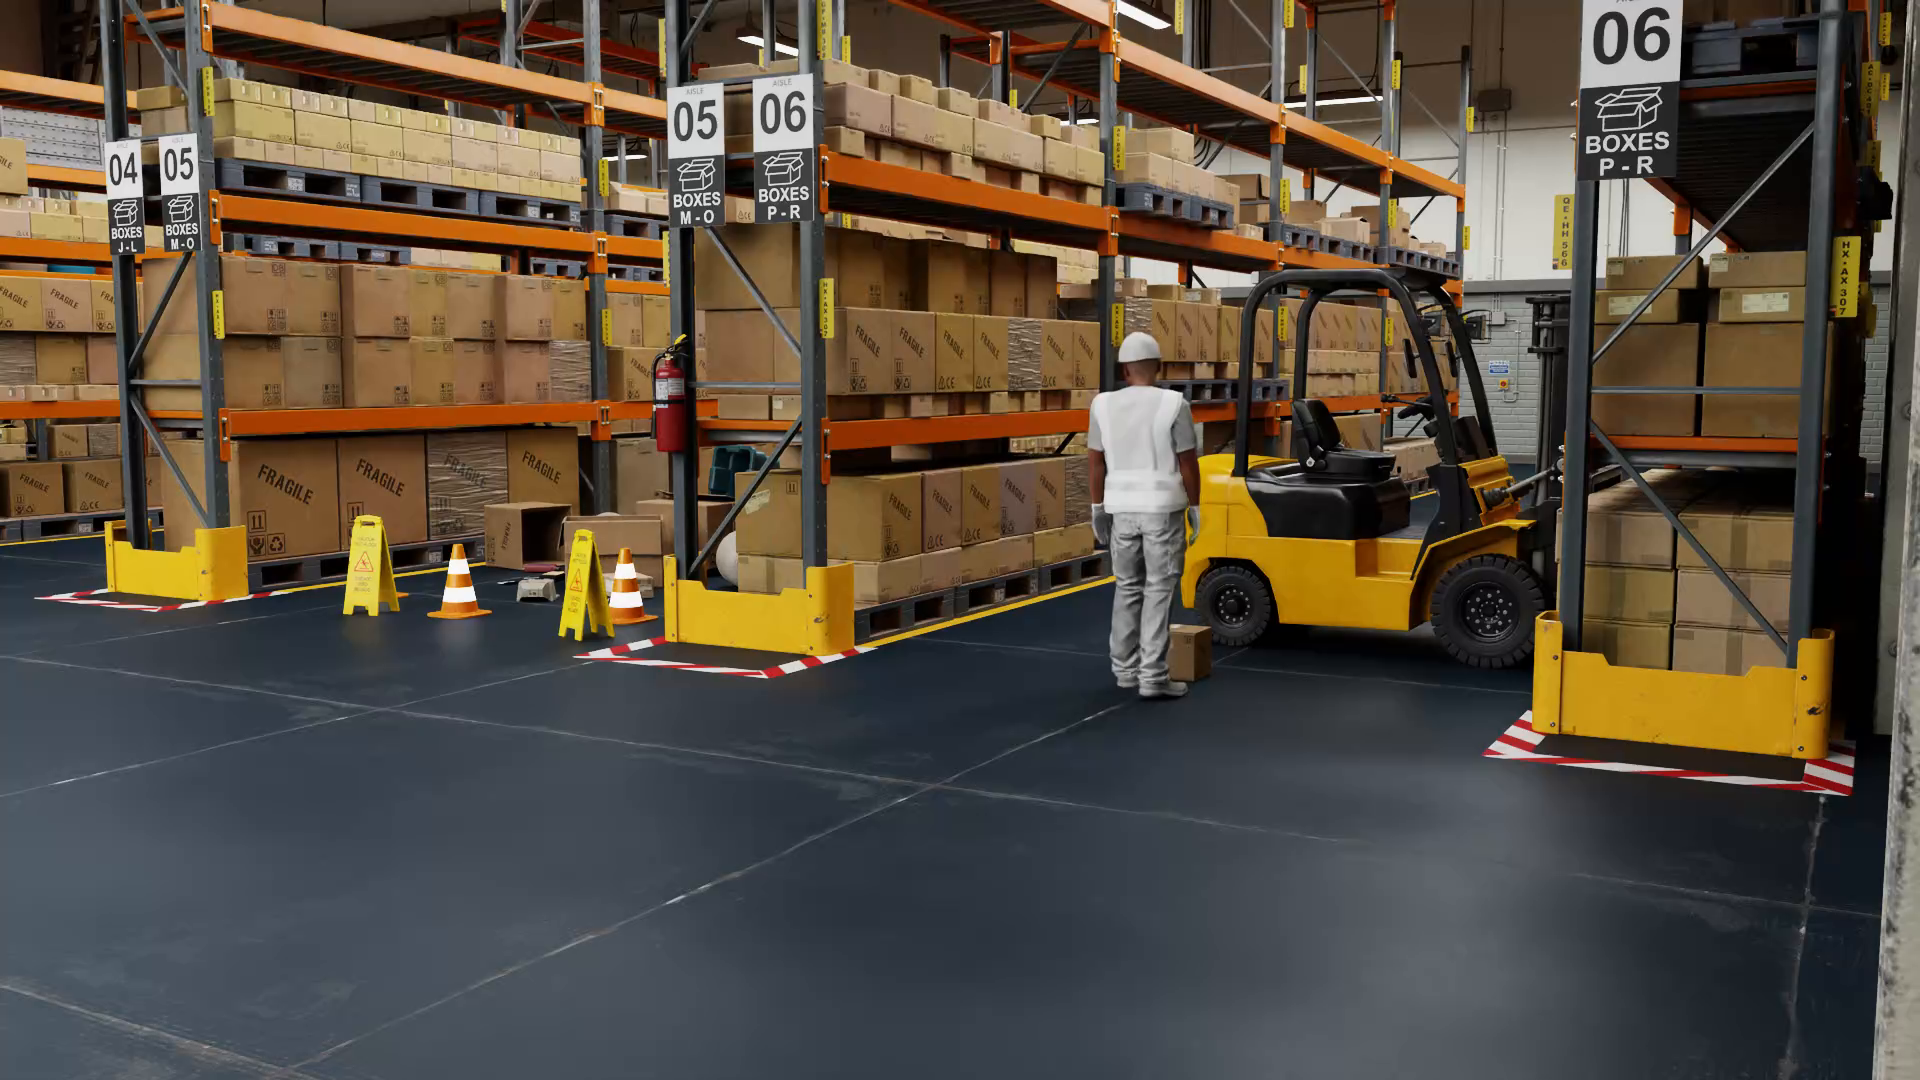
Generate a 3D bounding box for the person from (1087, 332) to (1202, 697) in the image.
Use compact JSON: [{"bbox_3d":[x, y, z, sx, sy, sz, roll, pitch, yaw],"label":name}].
[{"bbox_3d":[0.929,-0.135,8.253,0.562,1.784,0.532,3,7,30],"label":"person"}]
